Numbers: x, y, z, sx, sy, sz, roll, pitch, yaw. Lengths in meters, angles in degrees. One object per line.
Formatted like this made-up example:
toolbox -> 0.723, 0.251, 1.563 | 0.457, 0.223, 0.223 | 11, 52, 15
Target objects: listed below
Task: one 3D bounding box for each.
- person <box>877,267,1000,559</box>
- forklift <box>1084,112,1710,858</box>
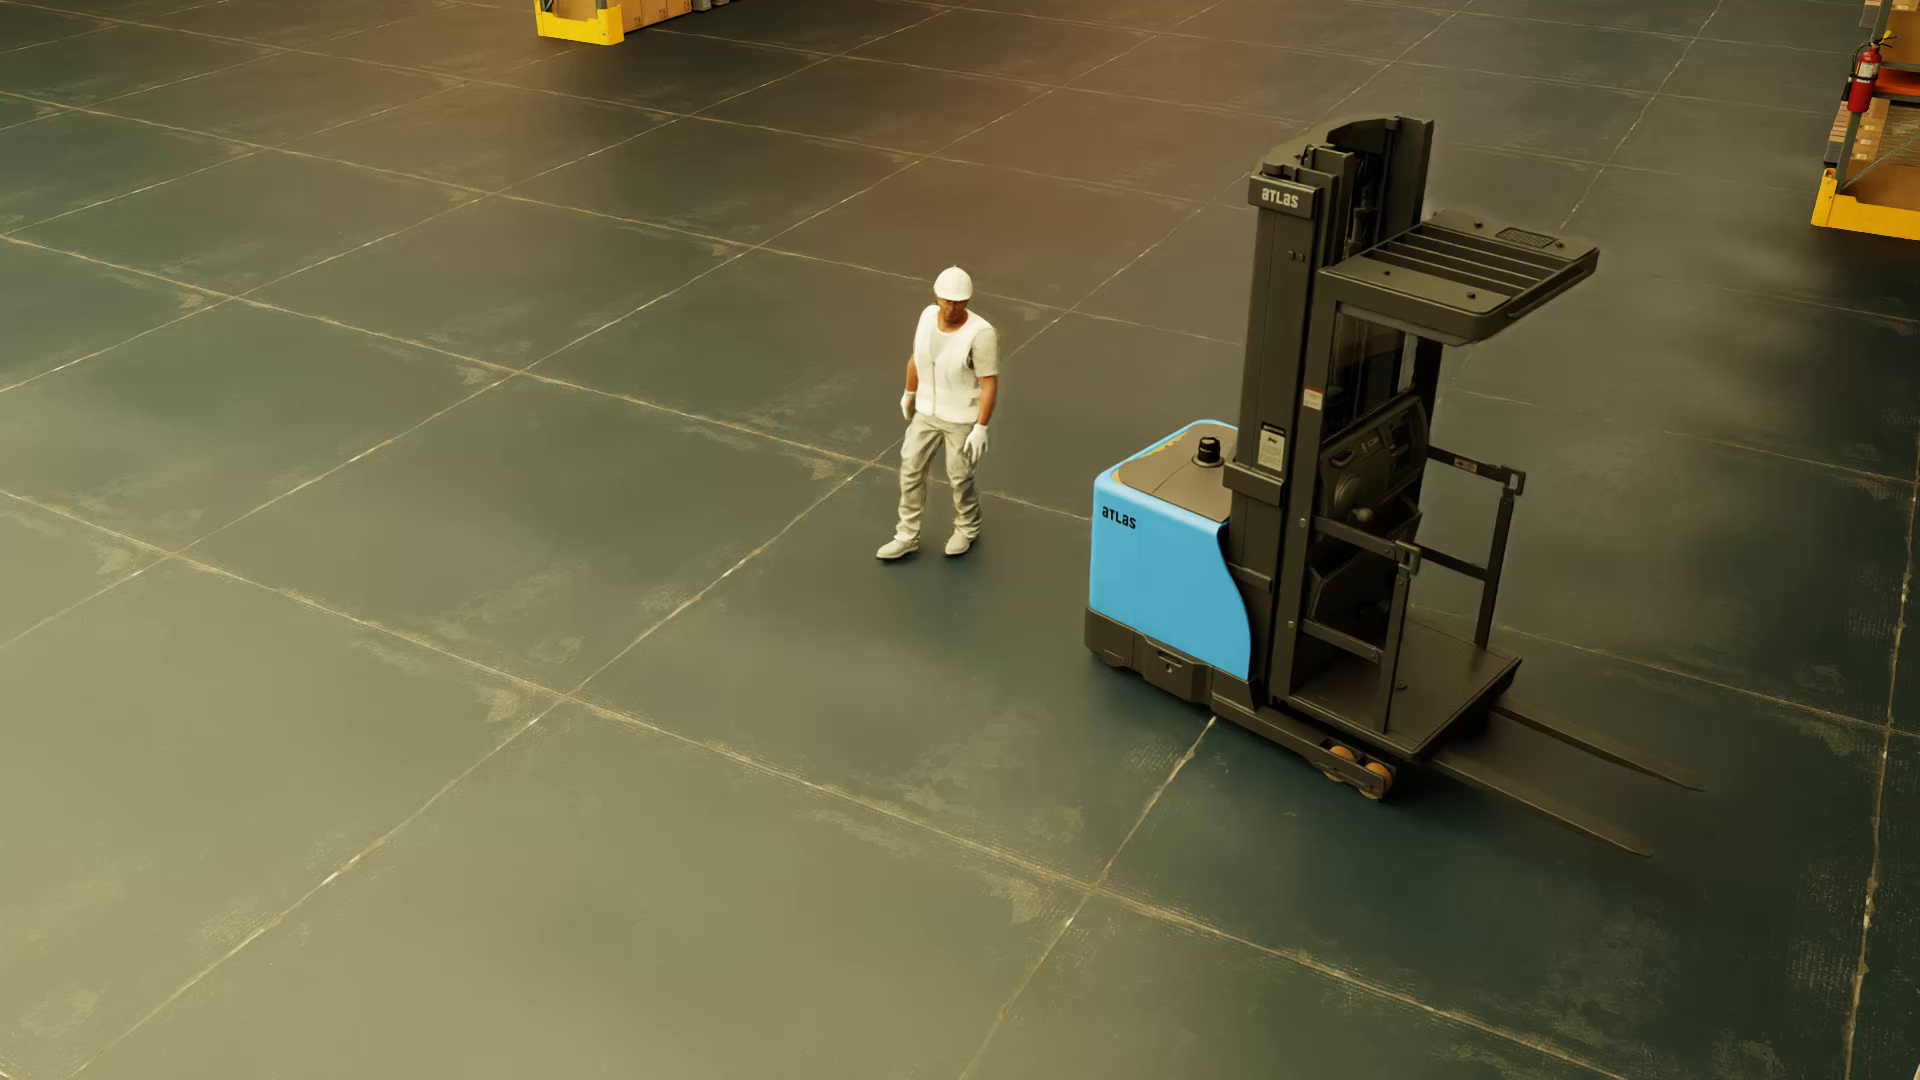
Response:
person -> -0.123, -0.672, 9.414 | 0.721, 1.771, 0.610 | 19, 35, 30
forklift -> 2.092, -0.341, 7.661 | 3.031, 2.935, 1.130 | 25, 38, 36
